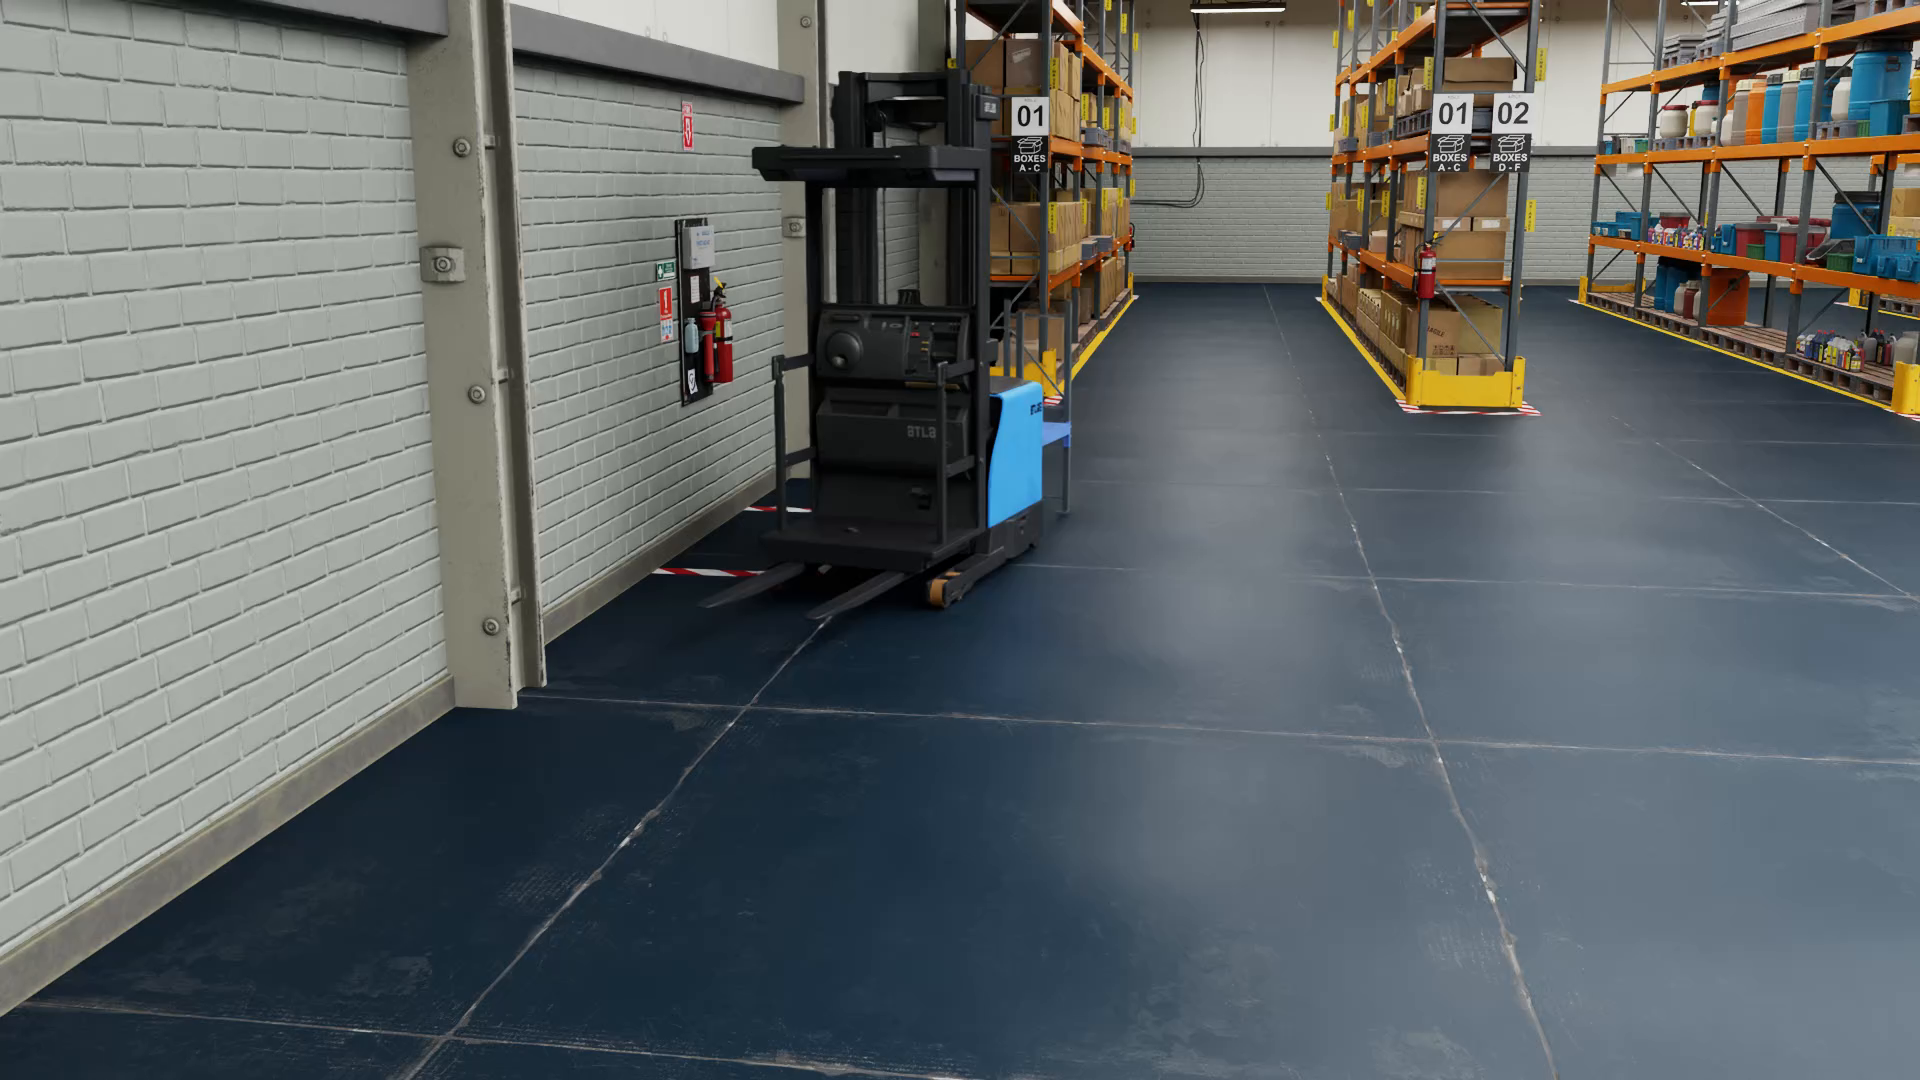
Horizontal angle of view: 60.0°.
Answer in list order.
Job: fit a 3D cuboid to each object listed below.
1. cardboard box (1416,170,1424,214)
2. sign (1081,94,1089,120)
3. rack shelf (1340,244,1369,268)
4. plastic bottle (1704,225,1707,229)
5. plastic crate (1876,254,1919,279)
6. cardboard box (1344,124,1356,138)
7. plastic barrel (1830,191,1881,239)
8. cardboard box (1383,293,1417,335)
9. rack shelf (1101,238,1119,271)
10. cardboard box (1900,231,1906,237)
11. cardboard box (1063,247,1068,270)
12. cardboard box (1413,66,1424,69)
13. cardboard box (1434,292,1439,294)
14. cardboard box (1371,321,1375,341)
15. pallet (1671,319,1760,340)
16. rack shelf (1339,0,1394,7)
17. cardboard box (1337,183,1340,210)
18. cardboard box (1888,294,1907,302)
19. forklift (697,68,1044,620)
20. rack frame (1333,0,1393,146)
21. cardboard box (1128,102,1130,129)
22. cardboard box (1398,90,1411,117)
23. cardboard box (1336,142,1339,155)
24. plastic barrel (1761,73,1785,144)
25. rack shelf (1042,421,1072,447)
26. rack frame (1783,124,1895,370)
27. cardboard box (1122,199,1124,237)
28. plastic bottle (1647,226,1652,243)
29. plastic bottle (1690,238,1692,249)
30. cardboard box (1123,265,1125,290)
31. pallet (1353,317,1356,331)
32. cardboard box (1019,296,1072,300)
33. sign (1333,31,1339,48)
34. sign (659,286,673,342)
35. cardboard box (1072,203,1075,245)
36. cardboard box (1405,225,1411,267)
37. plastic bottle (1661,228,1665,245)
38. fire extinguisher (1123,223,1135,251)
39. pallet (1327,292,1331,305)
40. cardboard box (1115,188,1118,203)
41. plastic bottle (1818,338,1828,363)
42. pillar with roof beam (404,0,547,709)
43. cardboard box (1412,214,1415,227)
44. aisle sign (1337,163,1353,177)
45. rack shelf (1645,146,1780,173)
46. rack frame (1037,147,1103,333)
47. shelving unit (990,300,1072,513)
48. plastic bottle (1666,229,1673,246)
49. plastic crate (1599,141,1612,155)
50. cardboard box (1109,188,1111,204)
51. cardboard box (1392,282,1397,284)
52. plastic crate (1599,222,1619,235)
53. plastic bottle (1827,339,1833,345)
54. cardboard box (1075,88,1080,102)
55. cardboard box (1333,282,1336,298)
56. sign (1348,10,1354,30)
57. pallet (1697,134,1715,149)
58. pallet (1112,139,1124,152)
[{"bbox_3d":[5.680,-4.026,19.240,0.700,0.500,0.500,2,12,9],"label":"cardboard box"},{"bbox_3d":[1.615,-5.612,21.568,0.100,0.325,0.005,2,12,9],"label":"sign"},{"bbox_3d":[6.896,-4.647,27.143,1.077,0.370,4.000,2,12,9],"label":"rack shelf"},{"bbox_3d":[12.279,-5.027,27.318,0.144,0.351,0.185,2,12,9],"label":"plastic bottle"},{"bbox_3d":[10.139,-2.932,17.830,0.499,0.251,0.408,2,12,9],"label":"plastic crate"},{"bbox_3d":[7.010,-7.162,29.156,0.500,0.250,0.500,2,12,9],"label":"cardboard box"},{"bbox_3d":[11.226,-3.904,20.798,0.600,0.901,0.708,2,12,9],"label":"plastic barrel"},{"bbox_3d":[5.523,-2.786,20.553,0.500,0.500,0.500,2,12,9],"label":"cardboard box"},{"bbox_3d":[2.000,-4.806,27.884,1.077,0.370,4.000,2,12,9],"label":"rack shelf"},{"bbox_3d":[16.991,-5.419,29.617,0.380,0.149,0.250,2,12,7],"label":"cardboard box"},{"bbox_3d":[1.001,-3.319,19.581,0.500,0.250,0.500,2,12,8],"label":"cardboard box"},{"bbox_3d":[6.107,-5.841,21.438,0.500,0.500,0.500,2,12,9],"label":"cardboard box"},{"bbox_3d":[6.597,-3.387,23.788,0.500,0.311,0.500,2,12,8],"label":"cardboard box"},{"bbox_3d":[5.830,-2.812,22.449,0.500,0.250,0.500,2,12,8],"label":"cardboard box"},{"bbox_3d":[11.562,-3.223,25.448,1.003,0.211,1.213,2,12,9],"label":"pallet"},{"bbox_3d":[7.511,-10.037,30.024,1.077,0.370,4.000,2,12,9],"label":"rack shelf"},{"bbox_3d":[7.179,-6.278,30.392,0.500,0.500,0.500,2,12,9],"label":"cardboard box"},{"bbox_3d":[17.447,-4.767,30.040,0.875,0.875,0.875,2,12,9],"label":"cardboard box"},{"bbox_3d":[-0.465,-1.151,9.379,1.130,2.935,3.031,5,13,21],"label":"forklift"},{"bbox_3d":[7.819,-9.180,32.230,1.000,3.000,0.127,2,12,9],"label":"rack frame"},{"bbox_3d":[2.993,-8.156,31.940,0.500,0.500,0.500,2,12,10],"label":"cardboard box"},{"bbox_3d":[5.552,-5.237,19.937,0.500,0.311,0.500,1,12,6],"label":"cardboard box"},{"bbox_3d":[7.323,-7.334,31.140,0.500,0.250,0.500,2,12,9],"label":"cardboard box"},{"bbox_3d":[10.932,-5.685,21.941,0.600,0.901,0.708,2,12,9],"label":"plastic barrel"},{"bbox_3d":[0.361,-0.672,11.407,0.538,0.185,1.000,5,13,21],"label":"rack shelf"},{"bbox_3d":[10.867,-3.588,20.523,1.000,3.000,0.127,2,12,9],"label":"rack frame"},{"bbox_3d":[2.628,-6.137,31.638,0.980,0.700,0.700,1,12,6],"label":"cardboard box"},{"bbox_3d":[11.619,-5.134,27.973,0.061,0.283,0.133,2,12,9],"label":"plastic bottle"},{"bbox_3d":[11.239,-4.554,25.476,0.097,0.201,0.097,0,12,0],"label":"plastic bottle"},{"bbox_3d":[2.914,-5.242,33.131,0.700,0.500,0.500,2,12,9],"label":"cardboard box"},{"bbox_3d":[6.740,-3.373,26.144,1.003,0.211,1.213,2,12,9],"label":"pallet"},{"bbox_3d":[1.204,-3.165,23.450,0.700,0.500,0.500,2,12,8],"label":"cardboard box"},{"bbox_3d":[7.282,-9.693,32.205,0.100,0.325,0.005,2,12,9],"label":"sign"},{"bbox_3d":[-1.812,-1.394,10.256,0.001,0.329,0.234,2,12,9],"label":"sign"},{"bbox_3d":[1.151,-3.895,20.476,0.500,0.500,0.500,2,12,7],"label":"cardboard box"},{"bbox_3d":[5.836,-3.596,20.321,0.700,0.500,0.500,2,12,8],"label":"cardboard box"},{"bbox_3d":[11.483,-4.949,27.115,0.061,0.283,0.133,2,12,9],"label":"plastic bottle"},{"bbox_3d":[3.402,-6.203,33.727,0.296,0.674,0.183,2,12,9],"label":"fire extinguisher"},{"bbox_3d":[7.685,-4.702,32.313,1.003,0.211,1.213,2,12,9],"label":"pallet"},{"bbox_3d":[2.489,-6.040,29.127,0.500,0.250,0.500,2,12,10],"label":"cardboard box"},{"bbox_3d":[10.237,-2.248,19.710,0.061,0.283,0.133,2,12,11],"label":"plastic bottle"},{"bbox_3d":[2.124,-3.545,6.085,9.100,9.000,0.400,2,12,9],"label":"pillar with roof beam"},{"bbox_3d":[5.506,-3.743,19.465,0.380,0.149,0.250,2,12,8],"label":"cardboard box"},{"bbox_3d":[7.539,-7.542,32.699,0.394,0.787,0.004,2,12,9],"label":"aisle sign"},{"bbox_3d":[11.790,-5.952,26.078,1.077,0.370,4.000,2,12,9],"label":"rack shelf"},{"bbox_3d":[1.693,-4.742,25.876,1.000,3.000,0.127,2,12,9],"label":"rack frame"},{"bbox_3d":[0.361,-0.848,11.369,0.538,1.500,1.048,5,13,21],"label":"shelving unit"},{"bbox_3d":[11.472,-4.868,26.755,0.152,0.276,0.135,2,12,9],"label":"plastic bottle"},{"bbox_3d":[12.378,-7.417,31.482,0.497,0.269,0.590,2,12,9],"label":"plastic crate"},{"bbox_3d":[2.245,-5.721,27.650,0.500,0.250,0.500,2,12,7],"label":"cardboard box"},{"bbox_3d":[7.098,-3.874,26.739,0.500,0.500,0.500,2,12,8],"label":"cardboard box"},{"bbox_3d":[12.248,-5.856,31.300,0.416,0.233,0.300,2,12,9],"label":"plastic crate"},{"bbox_3d":[10.318,-2.244,19.717,0.097,0.271,0.097,0,12,0],"label":"plastic bottle"},{"bbox_3d":[1.269,-5.810,21.054,0.500,0.500,0.500,1,12,4],"label":"cardboard box"},{"bbox_3d":[7.126,-4.599,30.553,0.500,0.311,0.500,2,12,9],"label":"cardboard box"},{"bbox_3d":[6.670,-8.864,28.359,0.100,0.325,0.005,2,12,9],"label":"sign"},{"bbox_3d":[11.696,-5.951,24.815,1.003,0.211,1.213,2,12,9],"label":"pallet"},{"bbox_3d":[2.444,-7.167,30.222,1.003,0.211,1.213,2,12,9],"label":"pallet"}]
